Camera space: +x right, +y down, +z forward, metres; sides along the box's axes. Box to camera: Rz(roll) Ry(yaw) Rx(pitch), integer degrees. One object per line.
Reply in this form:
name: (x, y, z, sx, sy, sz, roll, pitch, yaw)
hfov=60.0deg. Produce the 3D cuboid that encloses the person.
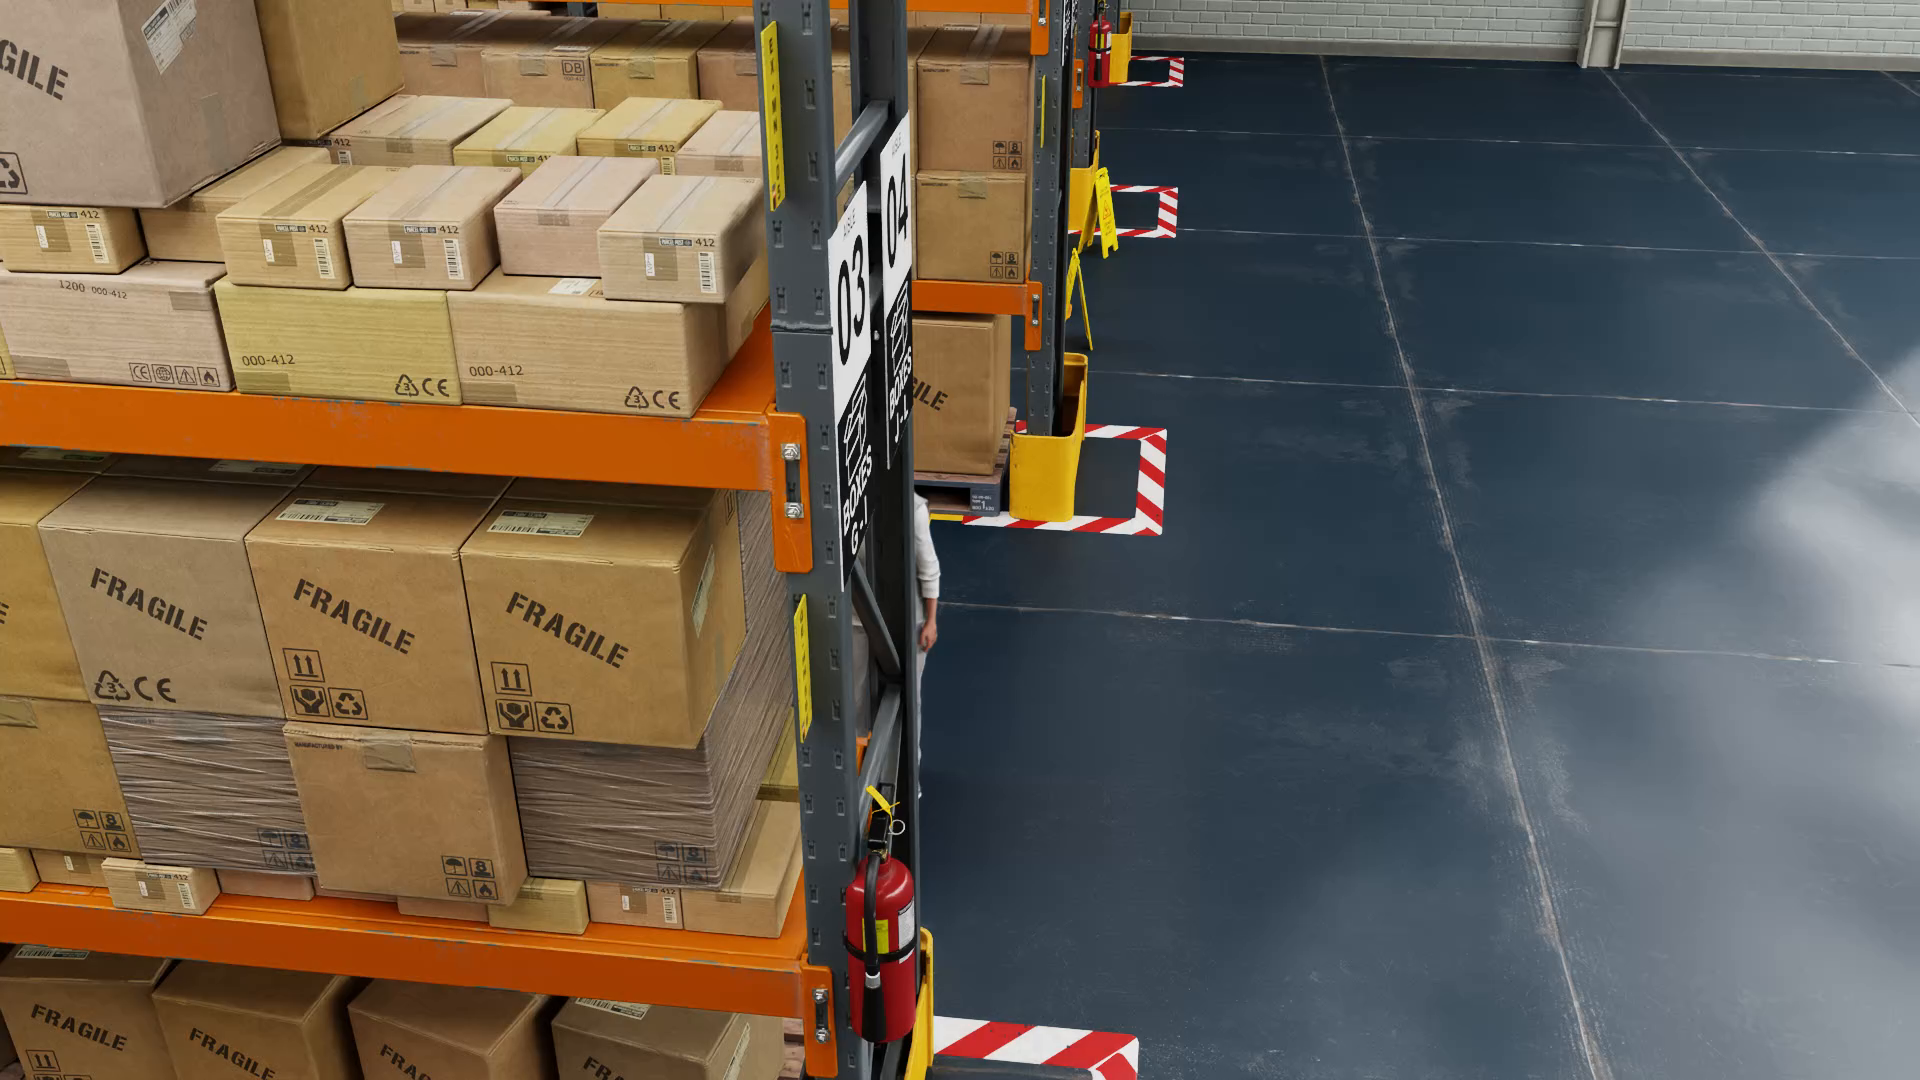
person: (-0.311, 0.322, 6.552, 0.467, 1.590, 0.346, 2, 29, 4)
